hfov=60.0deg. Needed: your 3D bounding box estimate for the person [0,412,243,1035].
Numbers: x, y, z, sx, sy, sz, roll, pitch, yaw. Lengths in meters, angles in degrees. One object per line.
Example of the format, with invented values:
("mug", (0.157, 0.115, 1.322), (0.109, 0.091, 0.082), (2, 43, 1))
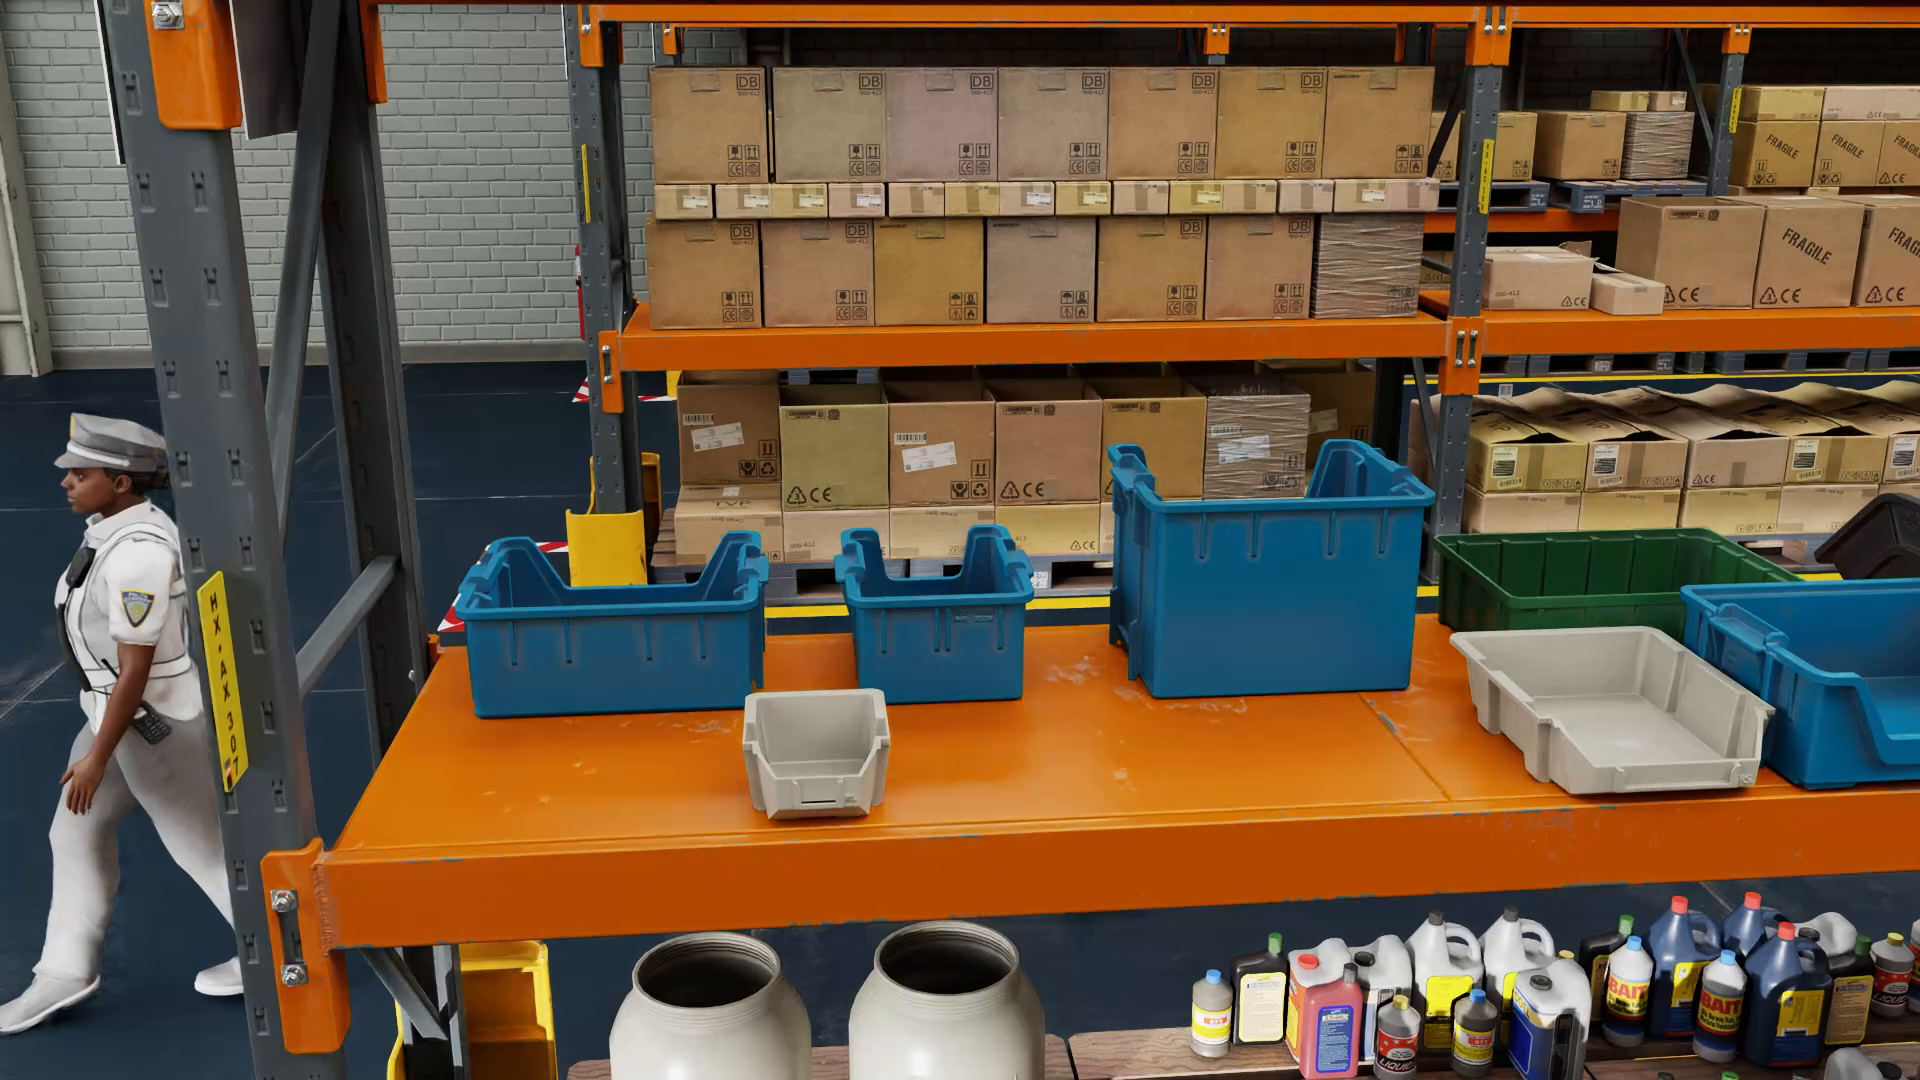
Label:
("person", (-2.204, 0.496, 4.325), (0.793, 1.686, 0.462), (-11, 20, -32))
